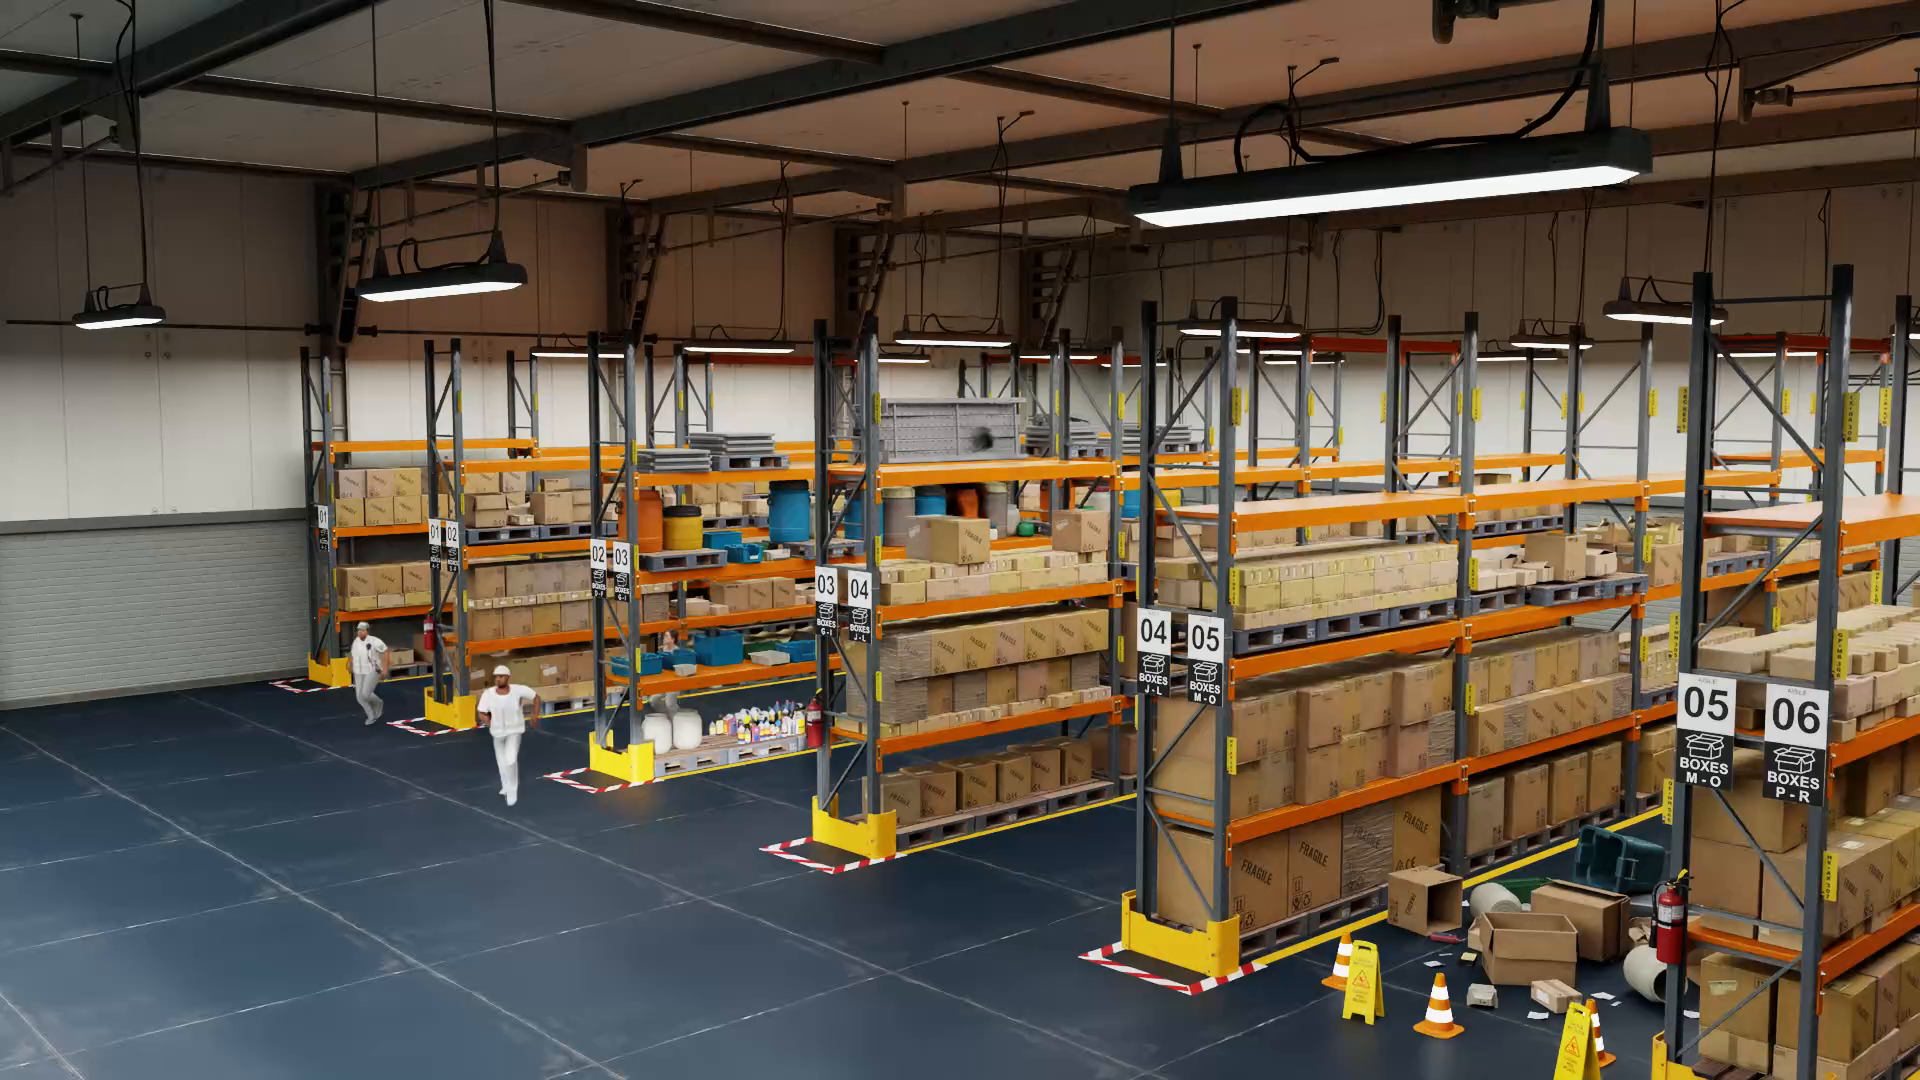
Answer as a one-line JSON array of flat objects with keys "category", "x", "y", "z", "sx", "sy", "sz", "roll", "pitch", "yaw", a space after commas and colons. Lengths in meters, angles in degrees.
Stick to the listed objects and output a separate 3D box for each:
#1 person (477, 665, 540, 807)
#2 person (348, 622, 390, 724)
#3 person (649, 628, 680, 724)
[{"category": "person", "x": -5.684, "y": 2.446, "z": 20.921, "sx": 0.713, "sy": 1.769, "sz": 0.869, "roll": 0, "pitch": 5, "yaw": 1}, {"category": "person", "x": -9.279, "y": 2.085, "z": 25.984, "sx": 0.613, "sy": 1.619, "sz": 0.573, "roll": 1, "pitch": 5, "yaw": 15}, {"category": "person", "x": -4.354, "y": 2.132, "z": 25.130, "sx": 0.594, "sy": 1.621, "sz": 0.547, "roll": -4, "pitch": 7, "yaw": -41}]
